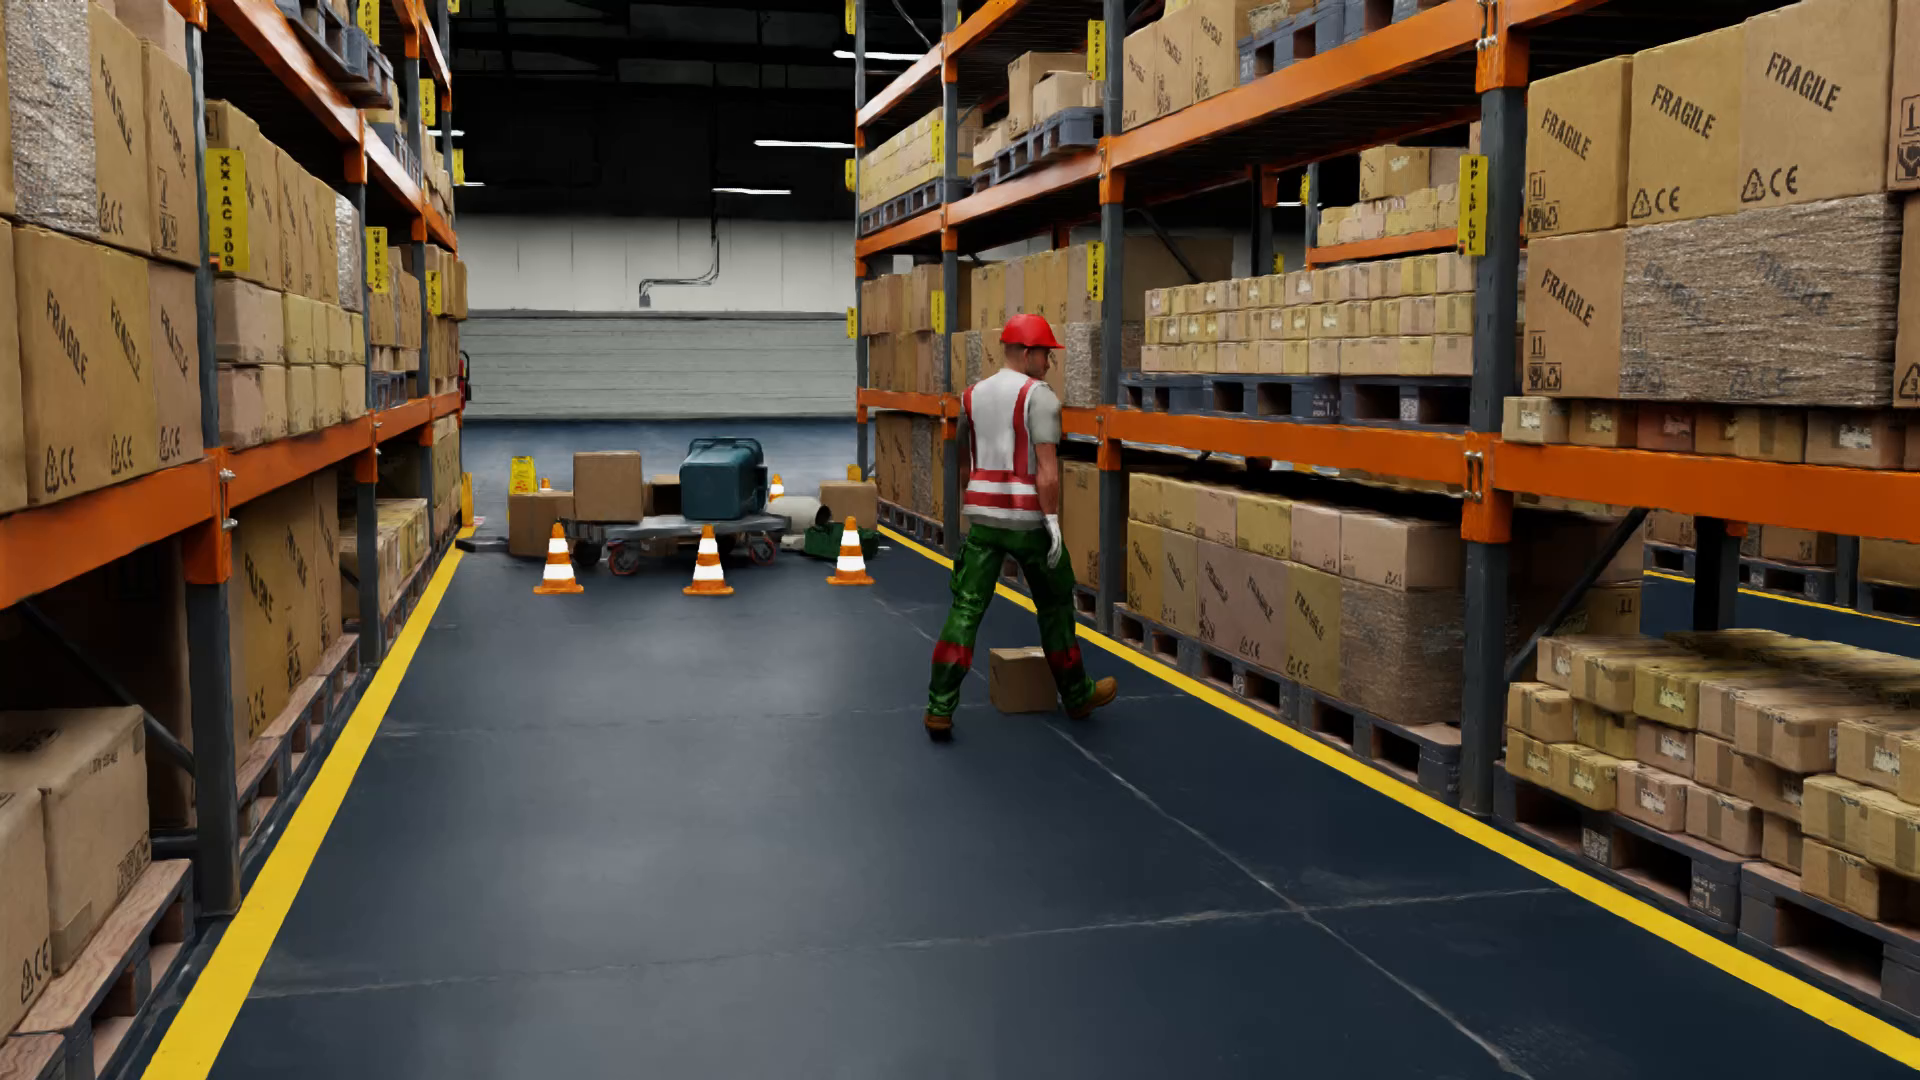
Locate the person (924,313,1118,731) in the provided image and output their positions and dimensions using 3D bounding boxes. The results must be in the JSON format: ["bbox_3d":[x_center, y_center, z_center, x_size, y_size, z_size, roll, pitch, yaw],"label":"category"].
[{"bbox_3d":[0.248,-0.082,7.095,0.627,1.753,0.900,4,7,34],"label":"person"}]
